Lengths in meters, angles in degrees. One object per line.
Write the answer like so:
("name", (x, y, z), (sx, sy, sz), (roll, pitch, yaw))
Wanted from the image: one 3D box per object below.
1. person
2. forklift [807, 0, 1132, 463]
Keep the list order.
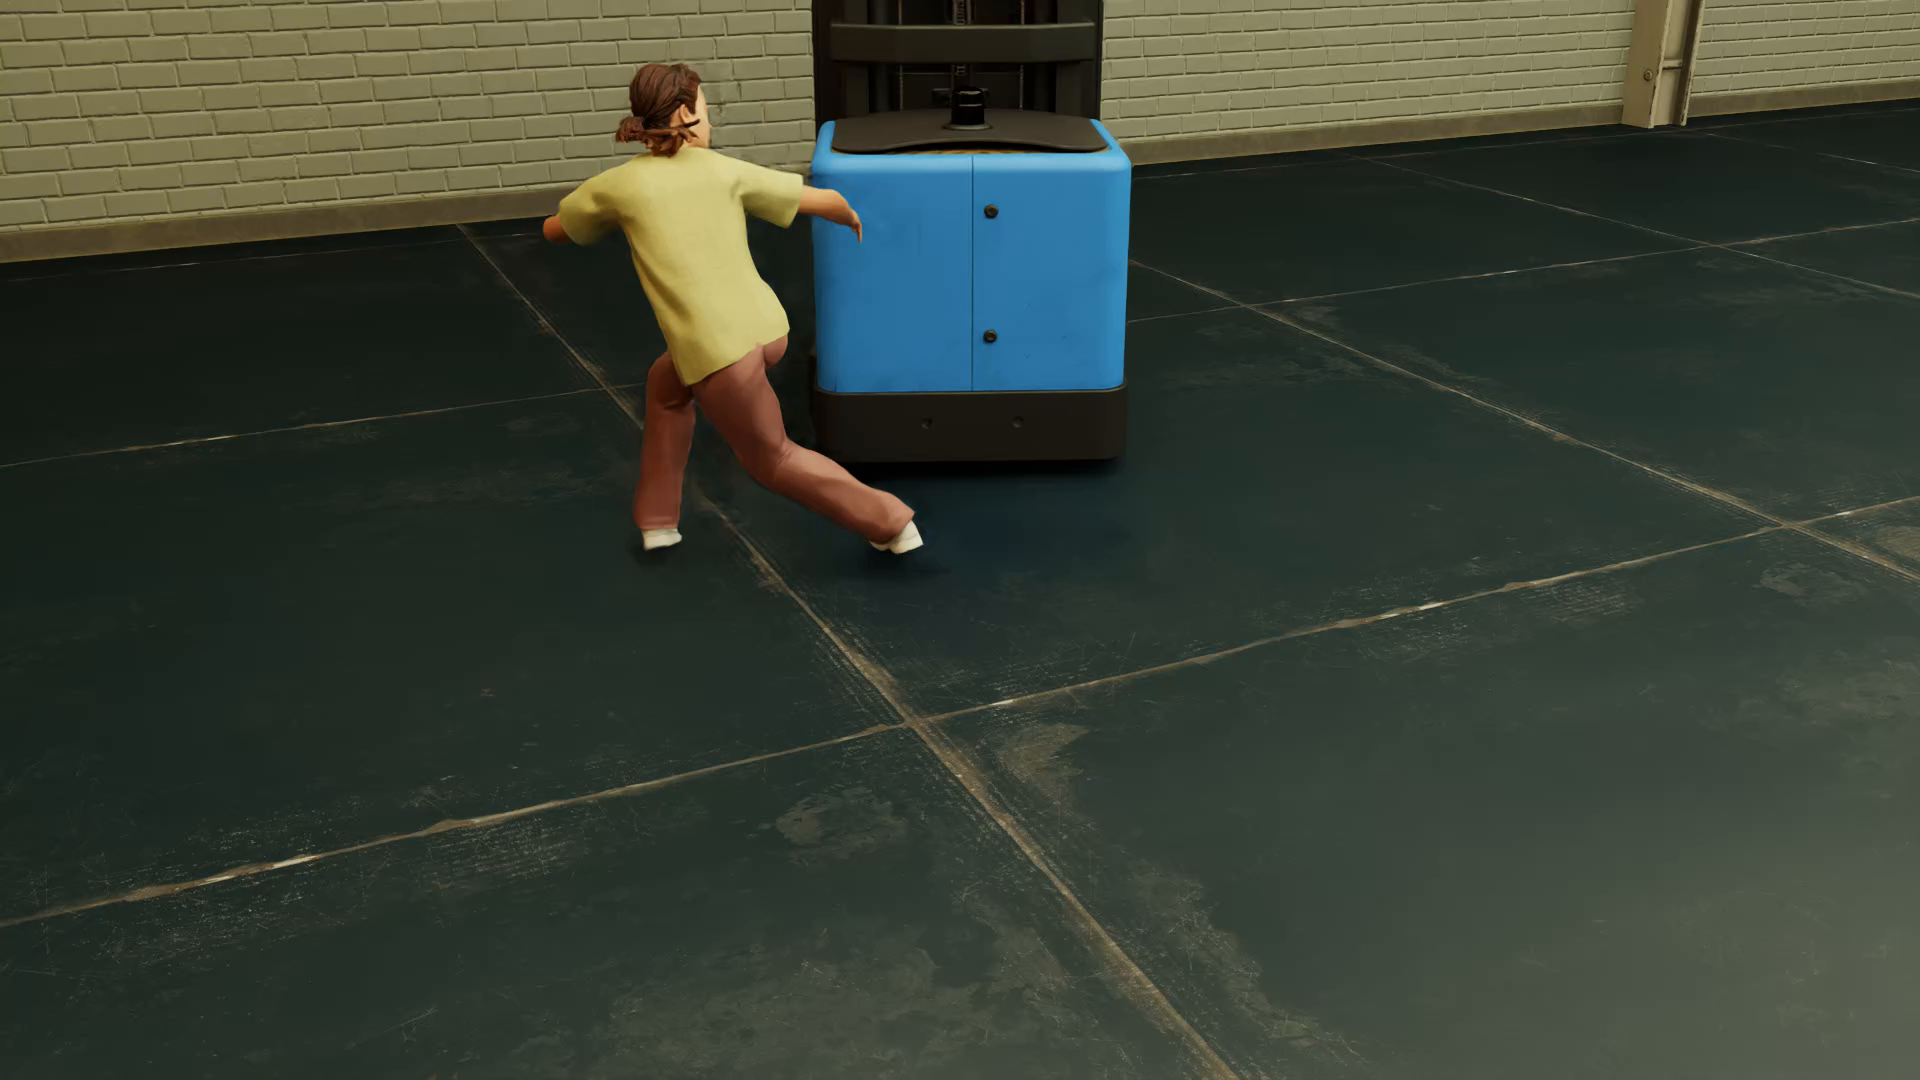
("person", (-0.660, -0.613, 4.732), (0.866, 1.448, 0.960), (-17, 28, -36))
("forklift", (-0.020, -2.129, 6.411), (1.130, 2.935, 3.031), (-1, 23, -2))
